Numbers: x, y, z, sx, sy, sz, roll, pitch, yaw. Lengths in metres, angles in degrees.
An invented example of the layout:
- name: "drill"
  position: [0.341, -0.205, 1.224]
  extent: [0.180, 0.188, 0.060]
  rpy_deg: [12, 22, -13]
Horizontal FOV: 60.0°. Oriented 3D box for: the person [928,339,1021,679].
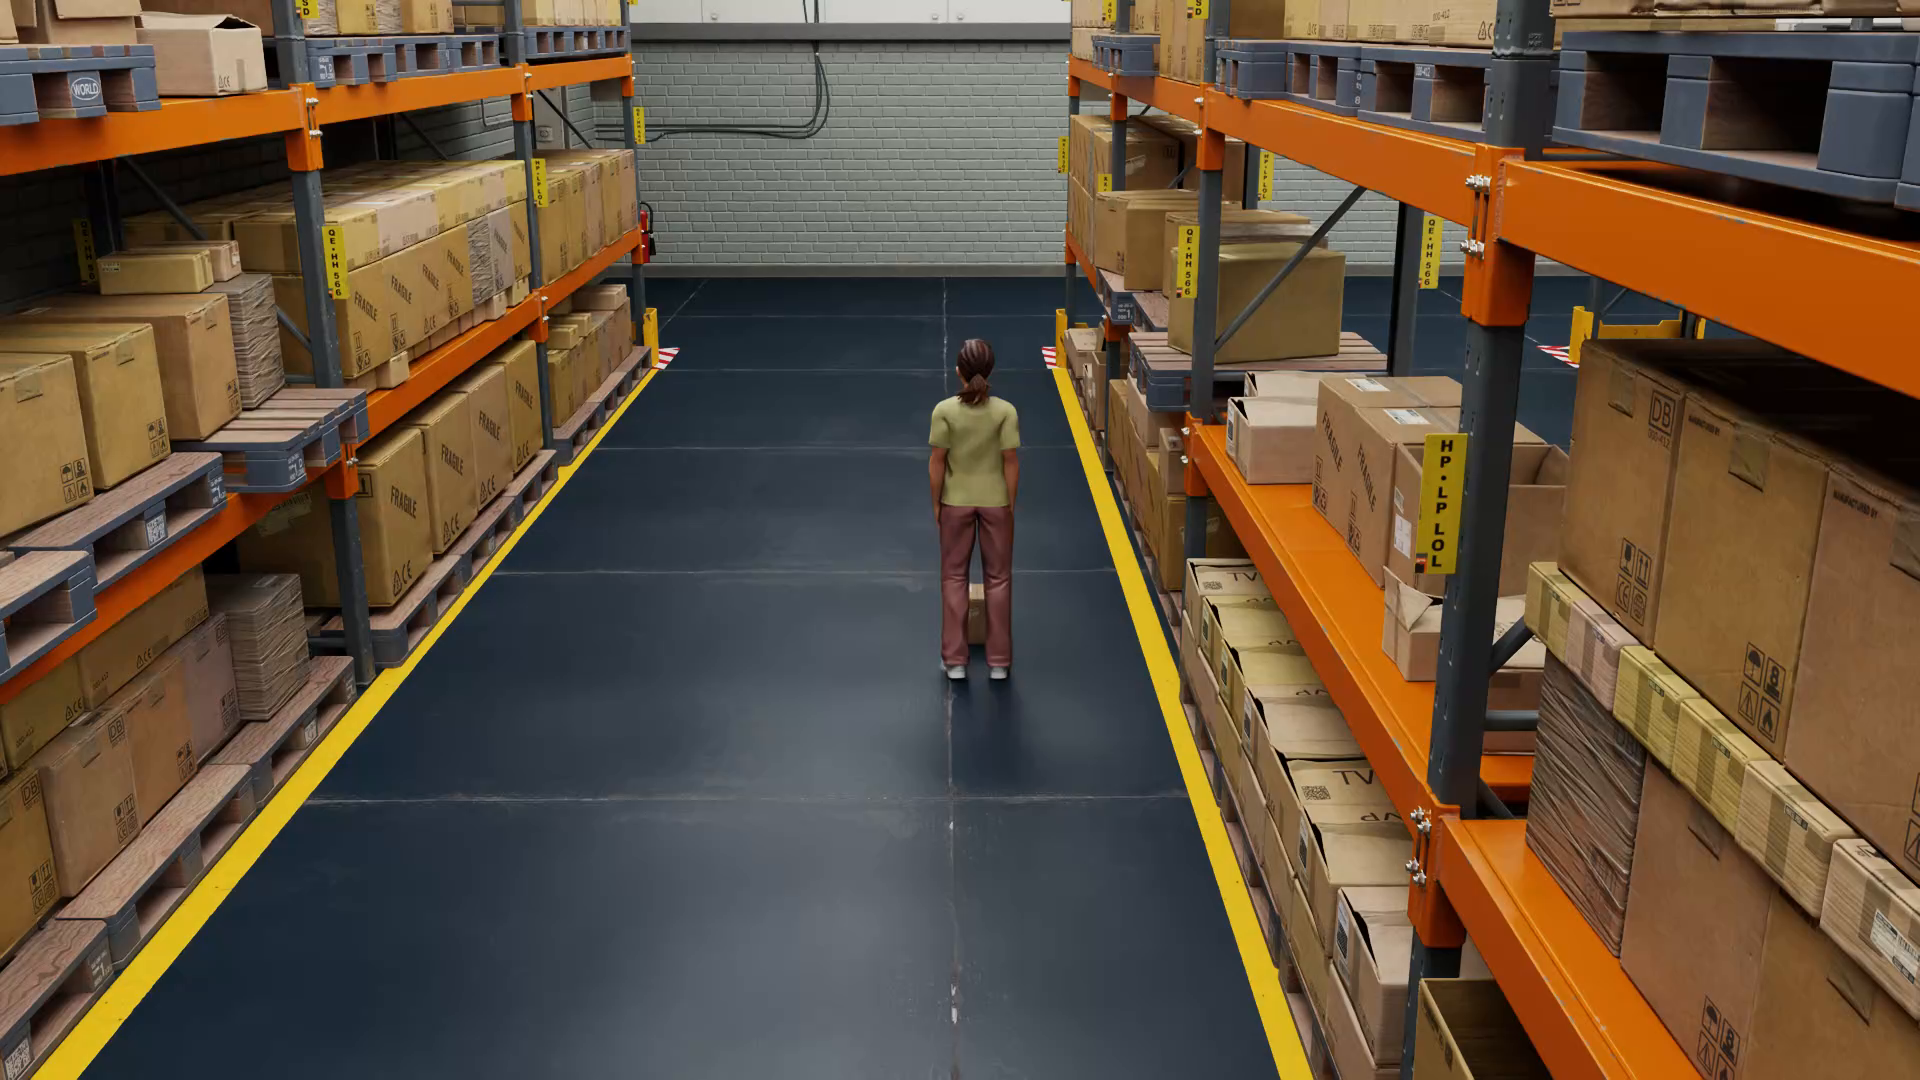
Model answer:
- name: "person"
  position: [0.070, -0.138, 8.021]
  extent: [0.440, 1.676, 0.356]
  rpy_deg: [1, 17, 2]
